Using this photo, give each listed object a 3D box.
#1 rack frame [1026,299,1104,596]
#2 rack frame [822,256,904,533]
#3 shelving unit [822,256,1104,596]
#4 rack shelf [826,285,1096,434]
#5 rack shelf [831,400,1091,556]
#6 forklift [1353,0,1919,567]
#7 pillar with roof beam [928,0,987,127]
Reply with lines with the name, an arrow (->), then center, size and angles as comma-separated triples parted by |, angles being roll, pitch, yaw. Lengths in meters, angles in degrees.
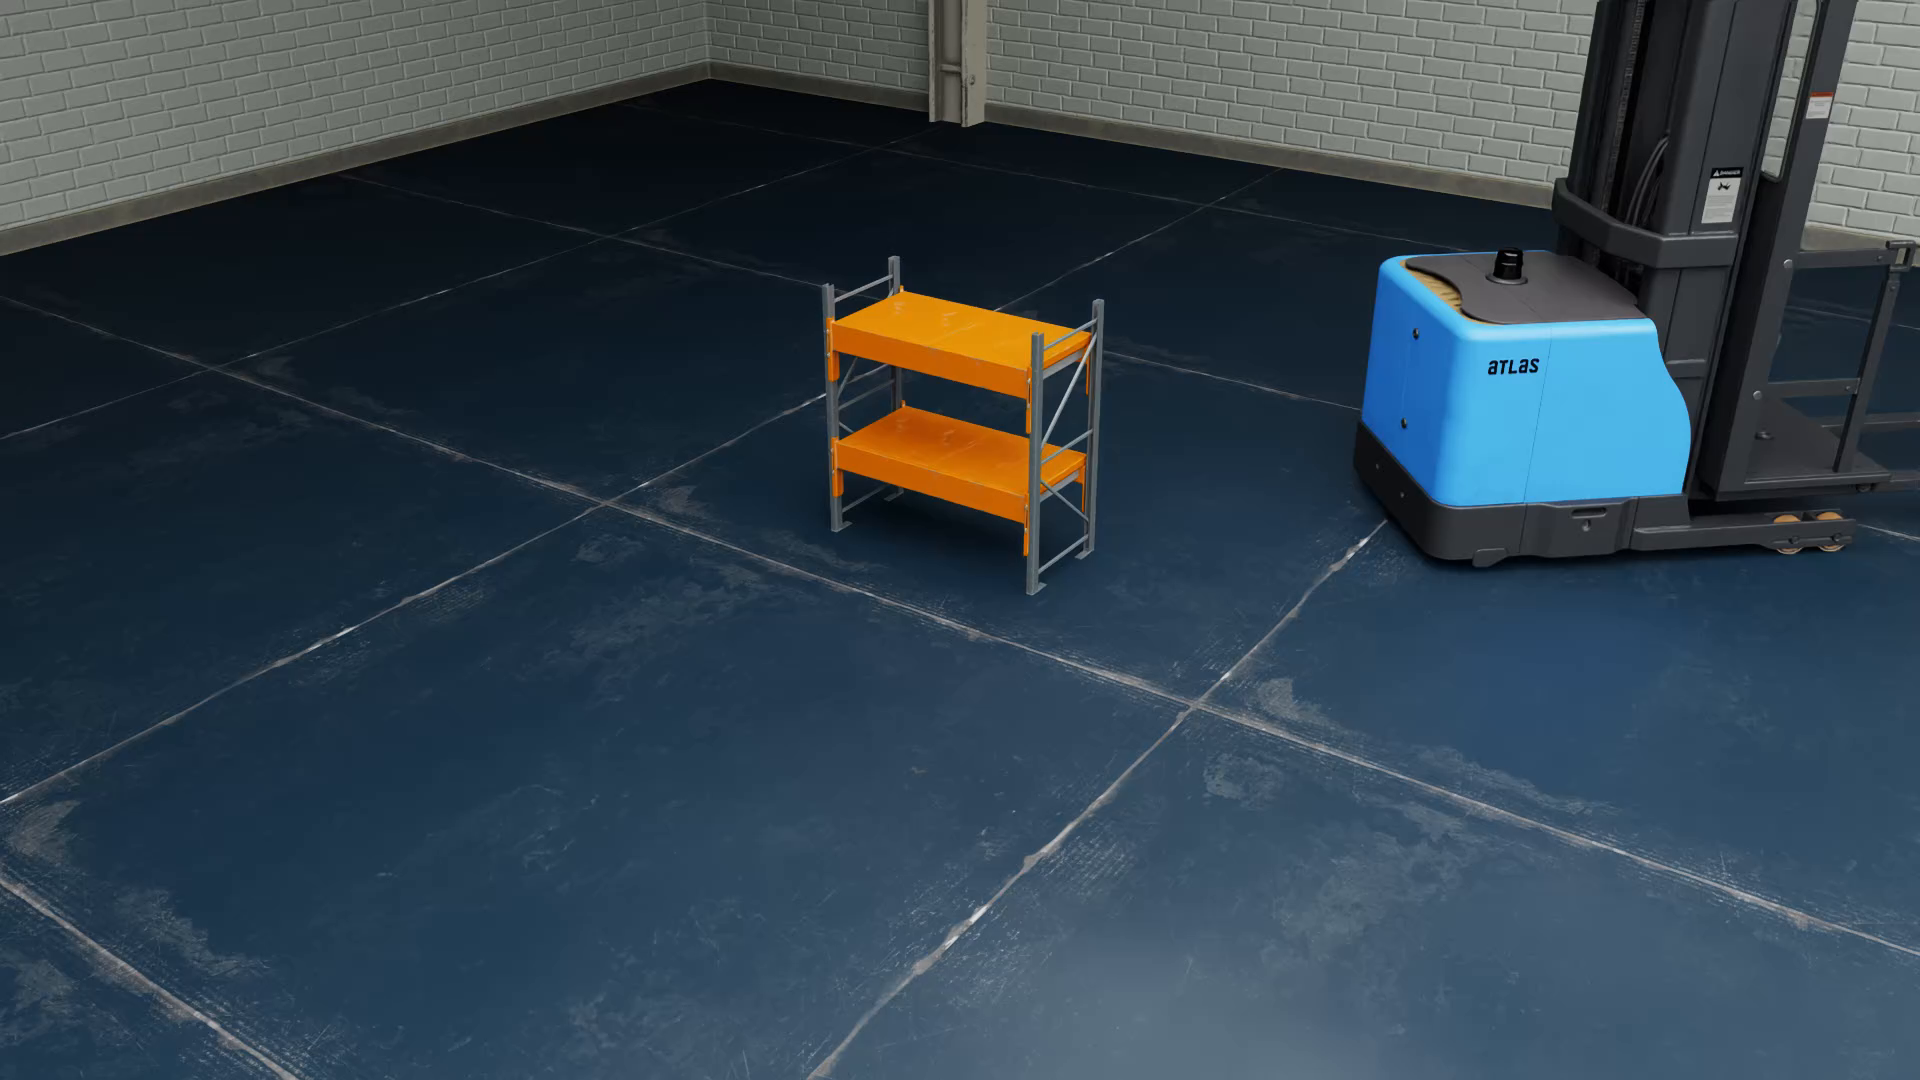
rack frame -> 0.425, -0.369, 6.735 | 0.032, 1.125, 0.500 | 17, 32, 30
rack frame -> -0.413, -0.630, 7.248 | 0.032, 1.125, 0.500 | 17, 32, 30
shelving unit -> 0.006, -0.500, 6.991 | 1.048, 1.125, 0.538 | 17, 32, 30
rack shelf -> 0.006, -0.760, 6.859 | 1.000, 0.278, 0.538 | 17, 32, 30
rack shelf -> 0.006, -0.282, 7.102 | 1.000, 0.278, 0.538 | 17, 32, 30
forklift -> 3.392, -1.479, 6.925 | 3.031, 2.935, 1.130 | -3, 27, -7
pillar with roof beam -> -2.459, -6.023, 9.163 | 0.400, 9.000, 9.100 | 17, 32, 30
